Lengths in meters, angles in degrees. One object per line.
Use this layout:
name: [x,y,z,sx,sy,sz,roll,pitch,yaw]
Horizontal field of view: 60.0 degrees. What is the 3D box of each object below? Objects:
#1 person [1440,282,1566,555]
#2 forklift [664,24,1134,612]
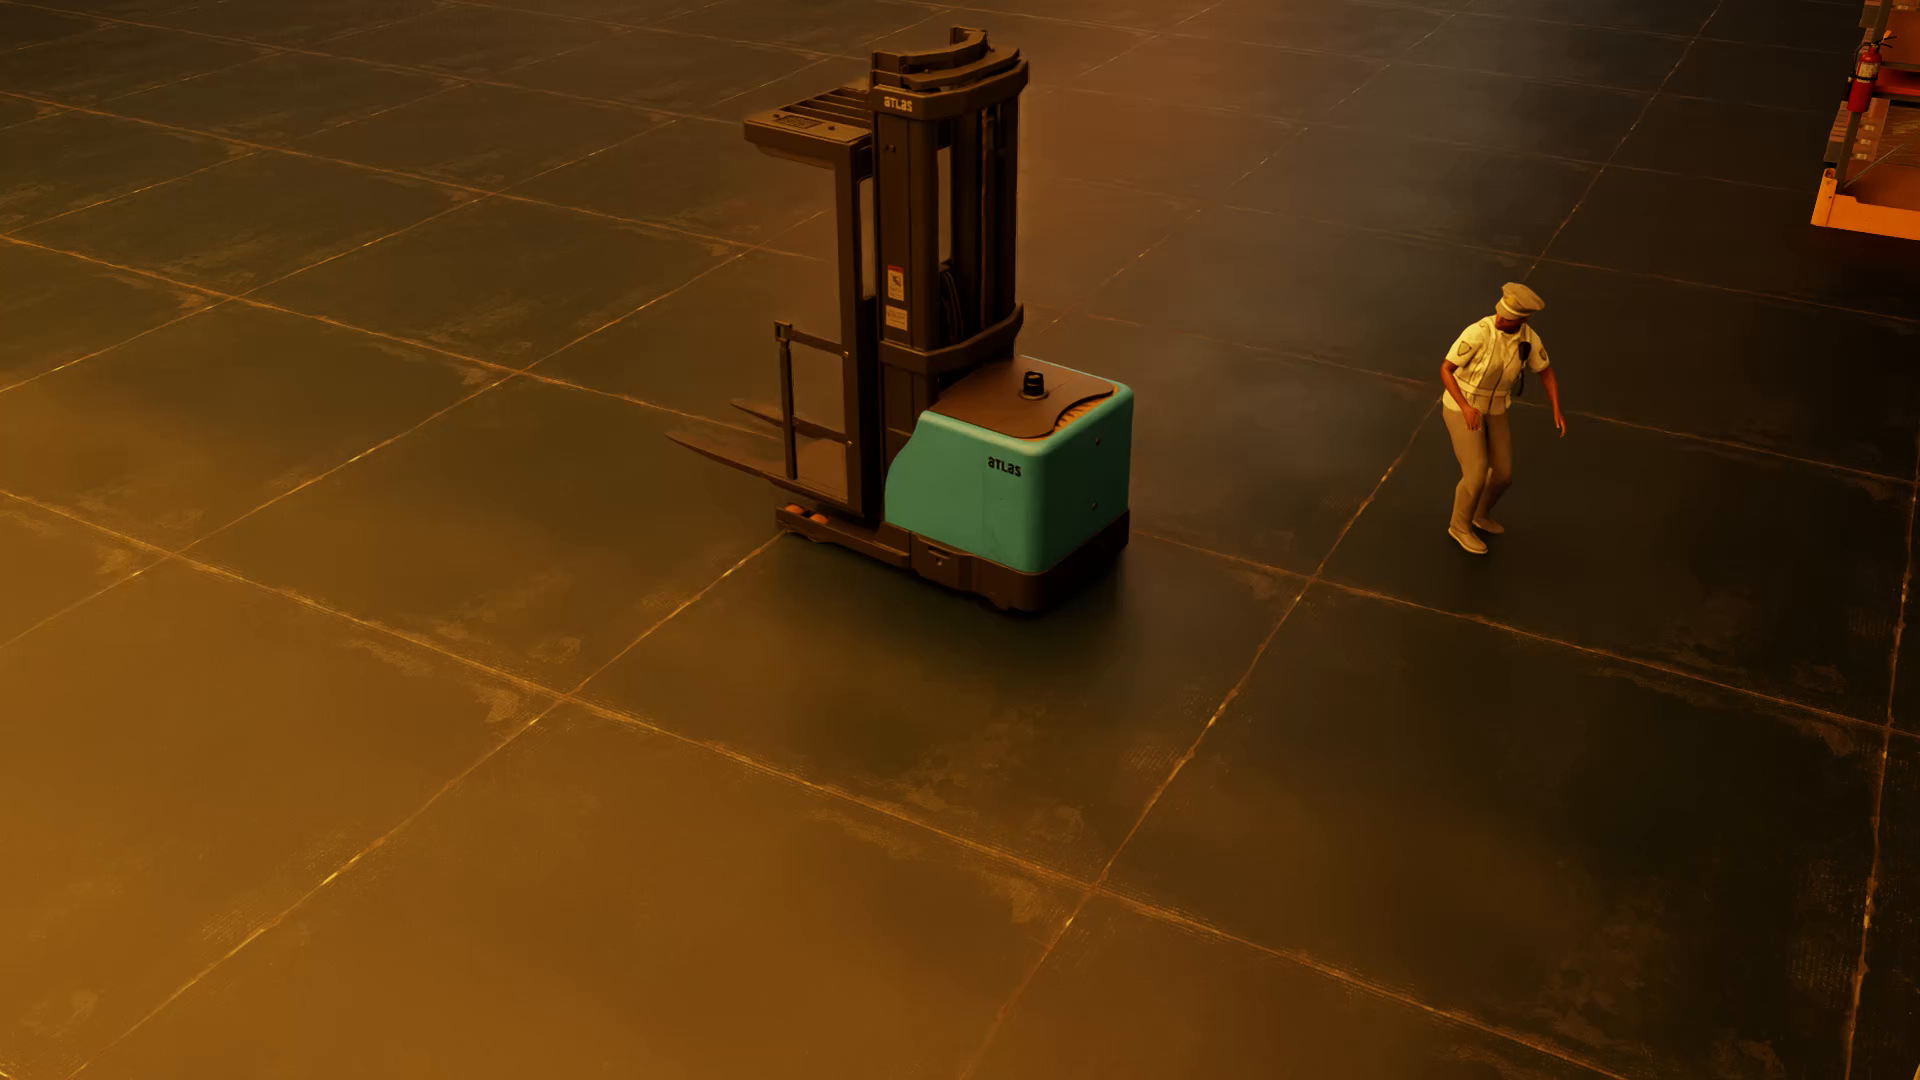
person: [3.108,-0.701,9.644,0.691,1.630,0.577,-10,31,-16]
forklift: [-0.496,-1.448,9.579,3.031,2.935,1.130,20,36,31]
